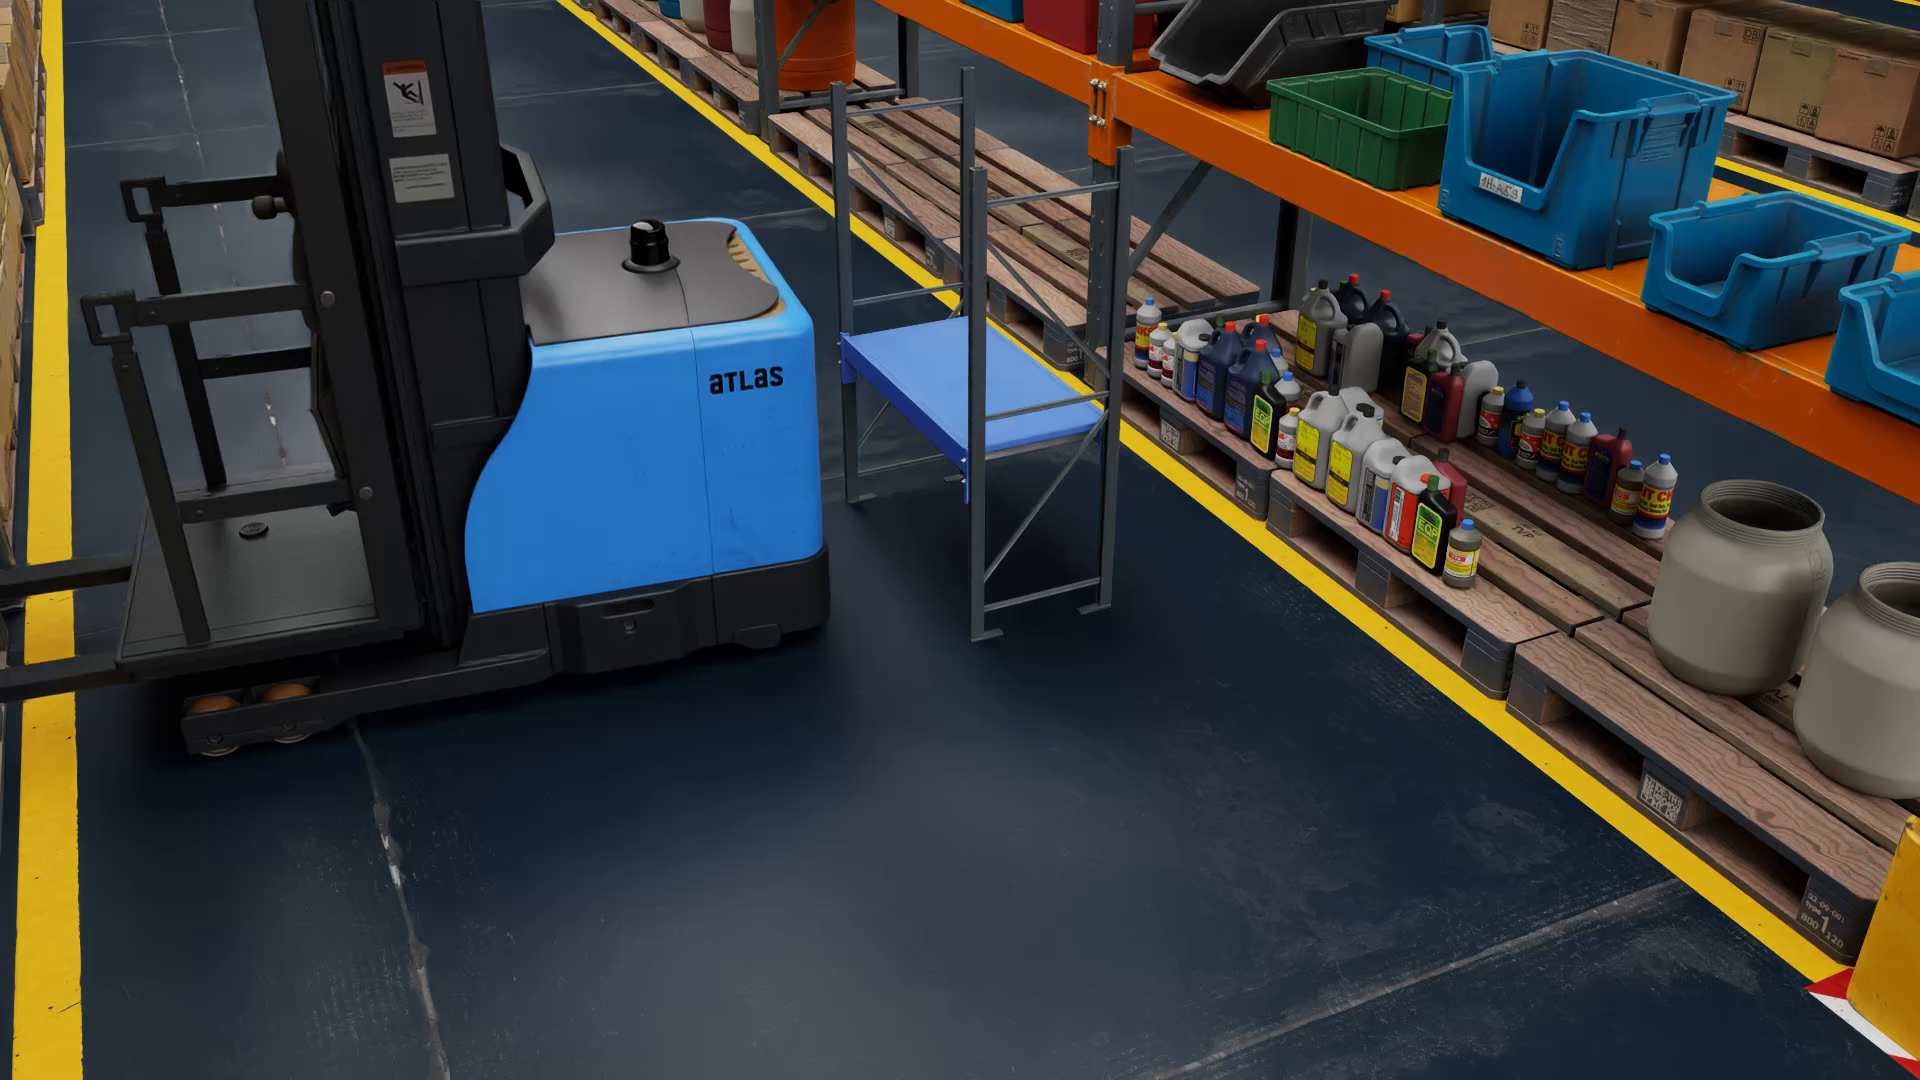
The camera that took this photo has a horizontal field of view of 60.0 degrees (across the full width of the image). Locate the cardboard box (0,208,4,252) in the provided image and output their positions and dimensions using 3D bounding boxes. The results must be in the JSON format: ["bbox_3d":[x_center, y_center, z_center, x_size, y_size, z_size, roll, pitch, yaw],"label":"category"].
[{"bbox_3d":[-4.311,-1.369,6.933,0.500,0.311,0.500,-13,32,-22],"label":"cardboard box"}]

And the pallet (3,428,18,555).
[{"bbox_3d":[-3.836,-0.106,5.723,1.003,0.211,1.213,-13,32,-22],"label":"pallet"}]

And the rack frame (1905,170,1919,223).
[{"bbox_3d":[5.464,-3.083,8.182,1.000,3.000,0.127,-13,32,-22],"label":"rack frame"}]

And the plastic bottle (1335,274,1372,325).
[{"bbox_3d":[1.528,-0.856,6.468,0.144,0.351,0.185,-14,32,-23],"label":"plastic bottle"}]

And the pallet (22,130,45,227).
[{"bbox_3d":[-5.488,-1.893,8.911,1.003,0.211,1.213,-13,32,-22],"label":"pallet"}]

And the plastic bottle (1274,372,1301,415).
[{"bbox_3d":[1.141,-0.461,5.845,0.097,0.271,0.097,0,29,0],"label":"plastic bottle"}]

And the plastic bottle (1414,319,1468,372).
[{"bbox_3d":[1.749,-0.629,6.063,0.144,0.351,0.185,-13,32,-22],"label":"plastic bottle"}]

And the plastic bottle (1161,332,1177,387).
[{"bbox_3d":[0.819,-0.692,6.329,0.097,0.201,0.097,0,29,0],"label":"plastic bottle"}]

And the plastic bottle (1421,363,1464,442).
[{"bbox_3d":[1.719,-0.504,5.909,0.061,0.283,0.133,-13,32,-22],"label":"plastic bottle"}]

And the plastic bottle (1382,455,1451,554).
[{"bbox_3d":[1.440,-0.117,5.226,0.152,0.276,0.135,-13,32,-22],"label":"plastic bottle"}]

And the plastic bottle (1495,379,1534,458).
[{"bbox_3d":[1.934,-0.430,5.789,0.097,0.271,0.097,0,29,0],"label":"plastic bottle"}]

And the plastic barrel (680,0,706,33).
[{"bbox_3d":[-1.760,-3.850,11.664,0.421,0.512,0.421,0,29,0],"label":"plastic barrel"}]

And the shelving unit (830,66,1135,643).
[{"bbox_3d":[0.037,-0.616,5.316,0.538,1.500,1.048,-13,32,-22],"label":"shelving unit"}]

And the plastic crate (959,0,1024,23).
[{"bbox_3d":[0.236,-2.458,7.084,0.392,0.384,0.575,-13,32,-22],"label":"plastic crate"}]

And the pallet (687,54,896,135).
[{"bbox_3d":[-1.102,-2.934,10.766,1.003,0.211,1.213,-13,32,-22],"label":"pallet"}]

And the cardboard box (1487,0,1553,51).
[{"bbox_3d":[4.053,-3.660,11.316,0.700,0.500,0.500,-15,33,-25],"label":"cardboard box"}]

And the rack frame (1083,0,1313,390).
[{"bbox_3d":[0.991,-2.043,6.327,1.000,3.000,0.127,-13,32,-22],"label":"rack frame"}]

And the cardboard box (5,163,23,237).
[{"bbox_3d":[-4.755,-1.575,7.873,0.500,0.250,0.500,-12,32,-21],"label":"cardboard box"}]

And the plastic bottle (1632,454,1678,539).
[{"bbox_3d":[2.211,-0.145,5.281,0.097,0.271,0.097,0,29,0],"label":"plastic bottle"}]

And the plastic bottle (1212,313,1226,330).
[{"bbox_3d":[0.991,-0.703,6.265,0.061,0.283,0.133,-13,32,-22],"label":"plastic bottle"}]

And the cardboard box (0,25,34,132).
[{"bbox_3d":[-5.579,-2.587,9.403,0.500,0.500,0.500,-14,32,-23],"label":"cardboard box"}]

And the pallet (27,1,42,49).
[{"bbox_3d":[-7.213,-3.626,12.001,1.003,0.211,1.213,-13,32,-22],"label":"pallet"}]

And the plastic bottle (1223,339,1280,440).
[{"bbox_3d":[1.044,-0.553,5.928,0.144,0.351,0.185,-15,32,-24],"label":"plastic bottle"}]

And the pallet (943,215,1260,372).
[{"bbox_3d":[0.619,-1.166,7.613,1.003,0.211,1.213,-13,32,-22],"label":"pallet"}]

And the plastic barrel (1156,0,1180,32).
[{"bbox_3d":[1.099,-2.496,6.622,0.600,0.901,0.708,-13,32,-22],"label":"plastic barrel"}]

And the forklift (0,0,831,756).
[{"bbox_3d":[-1.979,-0.962,4.470,3.031,2.935,1.130,-9,31,-16],"label":"forklift"}]

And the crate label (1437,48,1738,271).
[{"bbox_3d":[1.674,-1.048,4.516,0.502,0.435,0.616,-13,32,-22],"label":"crate label"}]

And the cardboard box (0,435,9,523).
[{"bbox_3d":[-3.434,-0.219,5.456,0.500,0.250,0.500,-14,32,-23],"label":"cardboard box"}]

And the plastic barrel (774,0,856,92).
[{"bbox_3d":[-0.952,-3.259,10.285,0.600,0.830,0.708,-13,32,-22],"label":"plastic barrel"}]

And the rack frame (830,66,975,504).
[{"bbox_3d":[-0.182,-0.841,5.716,0.500,1.500,0.032,-13,32,-22],"label":"rack frame"}]

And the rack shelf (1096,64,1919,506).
[{"bbox_3d":[1.850,-0.846,4.928,1.077,0.370,4.000,-13,32,-22],"label":"rack shelf"}]

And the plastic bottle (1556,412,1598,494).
[{"bbox_3d":[2.064,-0.296,5.551,0.097,0.271,0.097,0,29,0],"label":"plastic bottle"}]

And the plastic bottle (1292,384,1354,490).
[{"bbox_3d":[1.226,-0.365,5.593,0.144,0.351,0.185,-13,32,-22],"label":"plastic bottle"}]

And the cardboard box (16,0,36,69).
[{"bbox_3d":[-6.243,-3.263,10.607,0.500,0.500,0.500,-13,32,-22],"label":"cardboard box"}]

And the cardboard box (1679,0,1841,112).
[{"bbox_3d":[4.792,-2.922,10.001,0.700,0.500,0.500,-16,33,-26],"label":"cardboard box"}]

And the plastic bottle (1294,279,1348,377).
[{"bbox_3d":[1.398,-0.826,6.414,0.144,0.351,0.185,-13,32,-22],"label":"plastic bottle"}]

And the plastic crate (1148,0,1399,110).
[{"bbox_3d":[1.101,-1.758,5.882,0.767,0.338,0.504,-13,32,-22],"label":"plastic crate"}]

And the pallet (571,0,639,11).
[{"bbox_3d":[-2.794,-4.678,13.876,1.003,0.211,1.213,-13,32,-22],"label":"pallet"}]

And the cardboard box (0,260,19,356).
[{"bbox_3d":[-4.094,-0.898,6.667,0.500,0.250,0.500,-12,32,-21],"label":"cardboard box"}]

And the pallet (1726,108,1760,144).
[{"bbox_3d":[4.601,-2.750,10.439,1.003,0.211,1.213,-13,32,-22],"label":"pallet"}]

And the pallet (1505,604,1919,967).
[{"bbox_3d":[2.289,0.556,4.542,1.003,0.211,1.213,-13,32,-22],"label":"pallet"}]
